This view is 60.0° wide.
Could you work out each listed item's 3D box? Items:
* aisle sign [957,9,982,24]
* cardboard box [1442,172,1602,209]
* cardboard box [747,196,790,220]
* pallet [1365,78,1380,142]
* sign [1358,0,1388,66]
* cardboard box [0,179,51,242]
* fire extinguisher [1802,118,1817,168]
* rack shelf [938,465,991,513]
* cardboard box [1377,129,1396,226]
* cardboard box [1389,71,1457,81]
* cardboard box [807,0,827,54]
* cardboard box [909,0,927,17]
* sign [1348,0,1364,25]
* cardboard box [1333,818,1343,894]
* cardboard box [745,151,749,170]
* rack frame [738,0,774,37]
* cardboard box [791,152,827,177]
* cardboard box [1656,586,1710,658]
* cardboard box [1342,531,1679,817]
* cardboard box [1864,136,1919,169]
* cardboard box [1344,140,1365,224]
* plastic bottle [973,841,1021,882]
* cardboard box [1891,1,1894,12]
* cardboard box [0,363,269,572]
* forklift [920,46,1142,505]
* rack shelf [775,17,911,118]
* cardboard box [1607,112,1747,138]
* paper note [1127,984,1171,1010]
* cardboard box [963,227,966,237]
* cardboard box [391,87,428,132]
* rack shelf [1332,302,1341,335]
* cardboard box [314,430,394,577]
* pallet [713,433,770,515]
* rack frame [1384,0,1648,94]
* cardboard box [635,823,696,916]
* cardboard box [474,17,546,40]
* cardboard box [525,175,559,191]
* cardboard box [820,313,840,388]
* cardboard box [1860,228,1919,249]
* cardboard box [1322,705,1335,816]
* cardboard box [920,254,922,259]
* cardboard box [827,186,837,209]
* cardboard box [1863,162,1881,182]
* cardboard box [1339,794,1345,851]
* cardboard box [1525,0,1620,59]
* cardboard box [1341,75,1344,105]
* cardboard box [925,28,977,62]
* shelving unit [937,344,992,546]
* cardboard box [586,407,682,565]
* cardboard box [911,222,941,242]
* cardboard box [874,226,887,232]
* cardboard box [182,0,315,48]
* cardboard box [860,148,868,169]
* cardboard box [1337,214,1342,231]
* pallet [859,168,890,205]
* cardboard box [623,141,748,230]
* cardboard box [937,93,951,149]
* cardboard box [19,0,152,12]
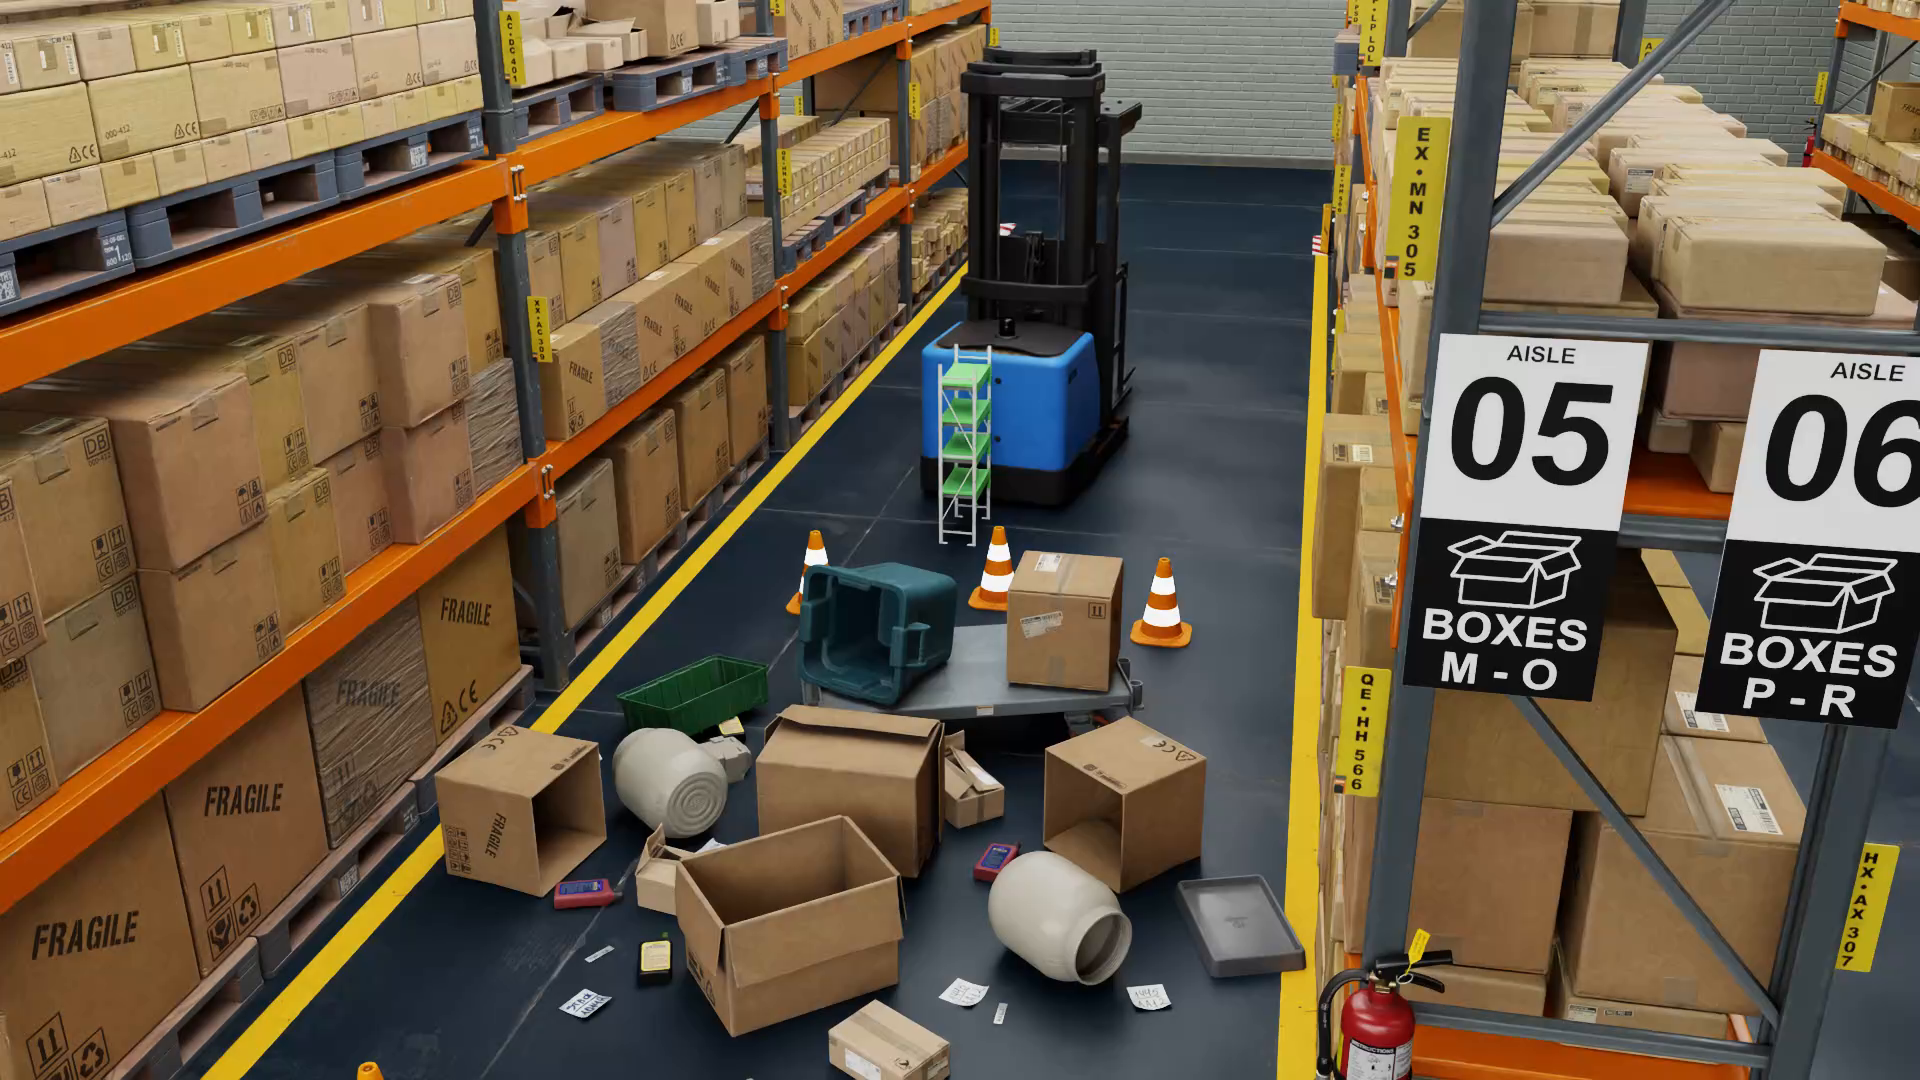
[{"bbox_3d":[0.160,-6.230,18.829,0.394,0.787,0.004,4,22,11],"label":"aisle sign"},{"bbox_3d":[1.357,-0.806,4.093,0.380,0.149,0.250,4,22,10],"label":"cardboard box"},{"bbox_3d":[-1.486,-2.473,12.354,0.380,0.149,0.250,5,23,13],"label":"cardboard box"},{"bbox_3d":[2.708,-2.193,8.520,1.213,0.211,1.003,4,22,11],"label":"pallet"},{"bbox_3d":[1.725,-2.147,6.934,0.100,0.325,0.005,4,22,11],"label":"sign"},{"bbox_3d":[-2.927,-0.971,4.875,0.380,0.149,0.250,5,22,11],"label":"cardboard box"},{"bbox_3d":[9.155,-4.184,17.829,0.296,0.674,0.183,4,22,11],"label":"fire extinguisher"},{"bbox_3d":[0.034,-0.335,10.893,0.258,0.148,0.480,4,22,11],"label":"rack shelf"},{"bbox_3d":[1.700,-1.240,5.705,0.500,0.250,0.500,5,22,11],"label":"cardboard box"},{"bbox_3d":[1.798,-1.653,6.196,0.380,0.149,0.250,4,22,9],"label":"cardboard box"},{"bbox_3d":[-1.309,-3.905,12.385,0.500,0.500,0.500,4,22,11],"label":"cardboard box"},{"bbox_3d":[-0.612,-5.029,15.511,0.500,0.250,0.500,6,23,14],"label":"cardboard box"},{"bbox_3d":[2.544,-3.468,10.636,0.100,0.325,0.005,4,22,11],"label":"sign"},{"bbox_3d":[1.425,1.059,5.455,0.380,0.149,0.250,5,22,12],"label":"cardboard box"},{"bbox_3d":[-1.917,-3.037,13.356,0.380,0.149,0.250,4,22,11],"label":"cardboard box"},{"bbox_3d":[-1.781,-4.878,10.920,1.000,3.000,0.127,4,22,11],"label":"rack frame"},{"bbox_3d":[-1.283,-2.987,13.233,0.380,0.149,0.250,6,23,13],"label":"cardboard box"},{"bbox_3d":[2.026,0.459,5.168,0.500,0.500,0.500,4,22,10],"label":"cardboard box"},{"bbox_3d":[1.343,0.320,4.175,0.700,0.500,0.500,4,22,10],"label":"cardboard box"},{"bbox_3d":[8.935,-3.668,15.748,0.500,0.250,0.500,4,22,10],"label":"cardboard box"},{"bbox_3d":[2.935,-2.474,11.509,0.500,0.500,0.500,4,22,9],"label":"cardboard box"},{"bbox_3d":[0.170,1.400,7.295,0.133,0.061,0.283,8,23,20],"label":"plastic bottle"},{"bbox_3d":[9.000,-5.014,15.610,0.380,0.149,0.250,4,22,10],"label":"cardboard box"},{"bbox_3d":[-3.031,-0.275,5.875,0.875,0.550,0.550,4,22,11],"label":"cardboard box"},{"bbox_3d":[0.669,-2.119,12.192,1.130,2.935,3.031,7,23,17],"label":"forklift"},{"bbox_3d":[-1.373,-3.884,13.430,1.077,0.370,4.000,4,22,11],"label":"rack shelf"},{"bbox_3d":[2.195,-1.230,5.145,0.380,0.149,0.250,5,22,12],"label":"cardboard box"},{"bbox_3d":[0.732,1.763,6.435,0.142,0.019,0.148,-3,22,-8],"label":"paper note"},{"bbox_3d":[-0.144,-3.493,18.765,0.380,0.149,0.250,4,22,11],"label":"cardboard box"},{"bbox_3d":[-2.461,-1.804,6.942,0.380,0.149,0.250,5,22,12],"label":"cardboard box"},{"bbox_3d":[2.677,-0.689,9.513,1.077,0.370,4.000,4,22,11],"label":"rack shelf"},{"bbox_3d":[-2.976,-0.174,7.071,0.875,0.550,0.550,4,22,11],"label":"cardboard box"},{"bbox_3d":[-2.016,-0.519,11.860,1.003,0.211,1.213,4,22,11],"label":"pallet"},{"bbox_3d":[2.269,-3.075,6.442,1.000,3.000,0.127,4,22,11],"label":"rack frame"},{"bbox_3d":[-1.145,1.405,7.009,0.396,0.266,0.258,8,23,20],"label":"cardboard box"},{"bbox_3d":[-2.561,-2.663,8.941,0.500,0.250,0.500,4,22,10],"label":"cardboard box"},{"bbox_3d":[-5.222,-4.072,19.231,0.875,0.875,0.875,4,22,11],"label":"cardboard box"},{"bbox_3d":[-1.288,-1.554,13.480,0.500,0.500,0.500,5,22,12],"label":"cardboard box"},{"bbox_3d":[9.148,-2.813,16.606,0.700,0.500,0.500,5,23,13],"label":"cardboard box"},{"bbox_3d":[1.787,0.833,6.885,0.500,0.500,0.500,5,23,13],"label":"cardboard box"},{"bbox_3d":[-0.599,-2.868,16.815,0.380,0.149,0.250,4,22,11],"label":"cardboard box"},{"bbox_3d":[-1.224,-2.807,13.581,0.380,0.149,0.250,5,22,12],"label":"cardboard box"},{"bbox_3d":[8.897,-3.522,15.921,0.380,0.149,0.250,5,22,12],"label":"cardboard box"},{"bbox_3d":[1.359,0.845,5.077,0.380,0.149,0.250,5,22,12],"label":"cardboard box"},{"bbox_3d":[2.873,-2.406,7.768,0.500,0.250,0.500,4,22,10],"label":"cardboard box"},{"bbox_3d":[3.934,-4.293,16.026,0.500,0.500,0.500,5,22,12],"label":"cardboard box"},{"bbox_3d":[-0.102,-5.297,18.121,0.500,0.500,0.500,4,22,9],"label":"cardboard box"},{"bbox_3d":[0.034,-0.617,10.780,0.258,1.200,0.503,4,22,11],"label":"shelving unit"},{"bbox_3d":[-2.358,-0.370,10.206,1.050,0.750,0.750,4,22,11],"label":"cardboard box"},{"bbox_3d":[-0.411,-3.193,17.224,0.380,0.149,0.250,5,22,12],"label":"cardboard box"},{"bbox_3d":[-0.961,-3.133,17.076,0.380,0.149,0.250,5,23,13],"label":"cardboard box"},{"bbox_3d":[-2.618,-1.898,6.110,0.380,0.149,0.250,4,22,10],"label":"cardboard box"},{"bbox_3d":[-1.010,-3.326,14.473,0.380,0.149,0.250,4,22,9],"label":"cardboard box"},{"bbox_3d":[3.121,-2.490,12.553,0.500,0.250,0.500,4,22,10],"label":"cardboard box"},{"bbox_3d":[-1.263,-3.200,15.042,1.003,0.211,1.213,4,22,11],"label":"pallet"},{"bbox_3d":[-1.882,-2.442,11.429,0.700,0.500,0.500,4,22,11],"label":"cardboard box"},{"bbox_3d":[-0.385,-4.267,16.902,0.500,0.500,0.500,4,22,10],"label":"cardboard box"},{"bbox_3d":[-3.263,-1.945,6.226,0.380,0.149,0.250,4,22,11],"label":"cardboard box"}]
